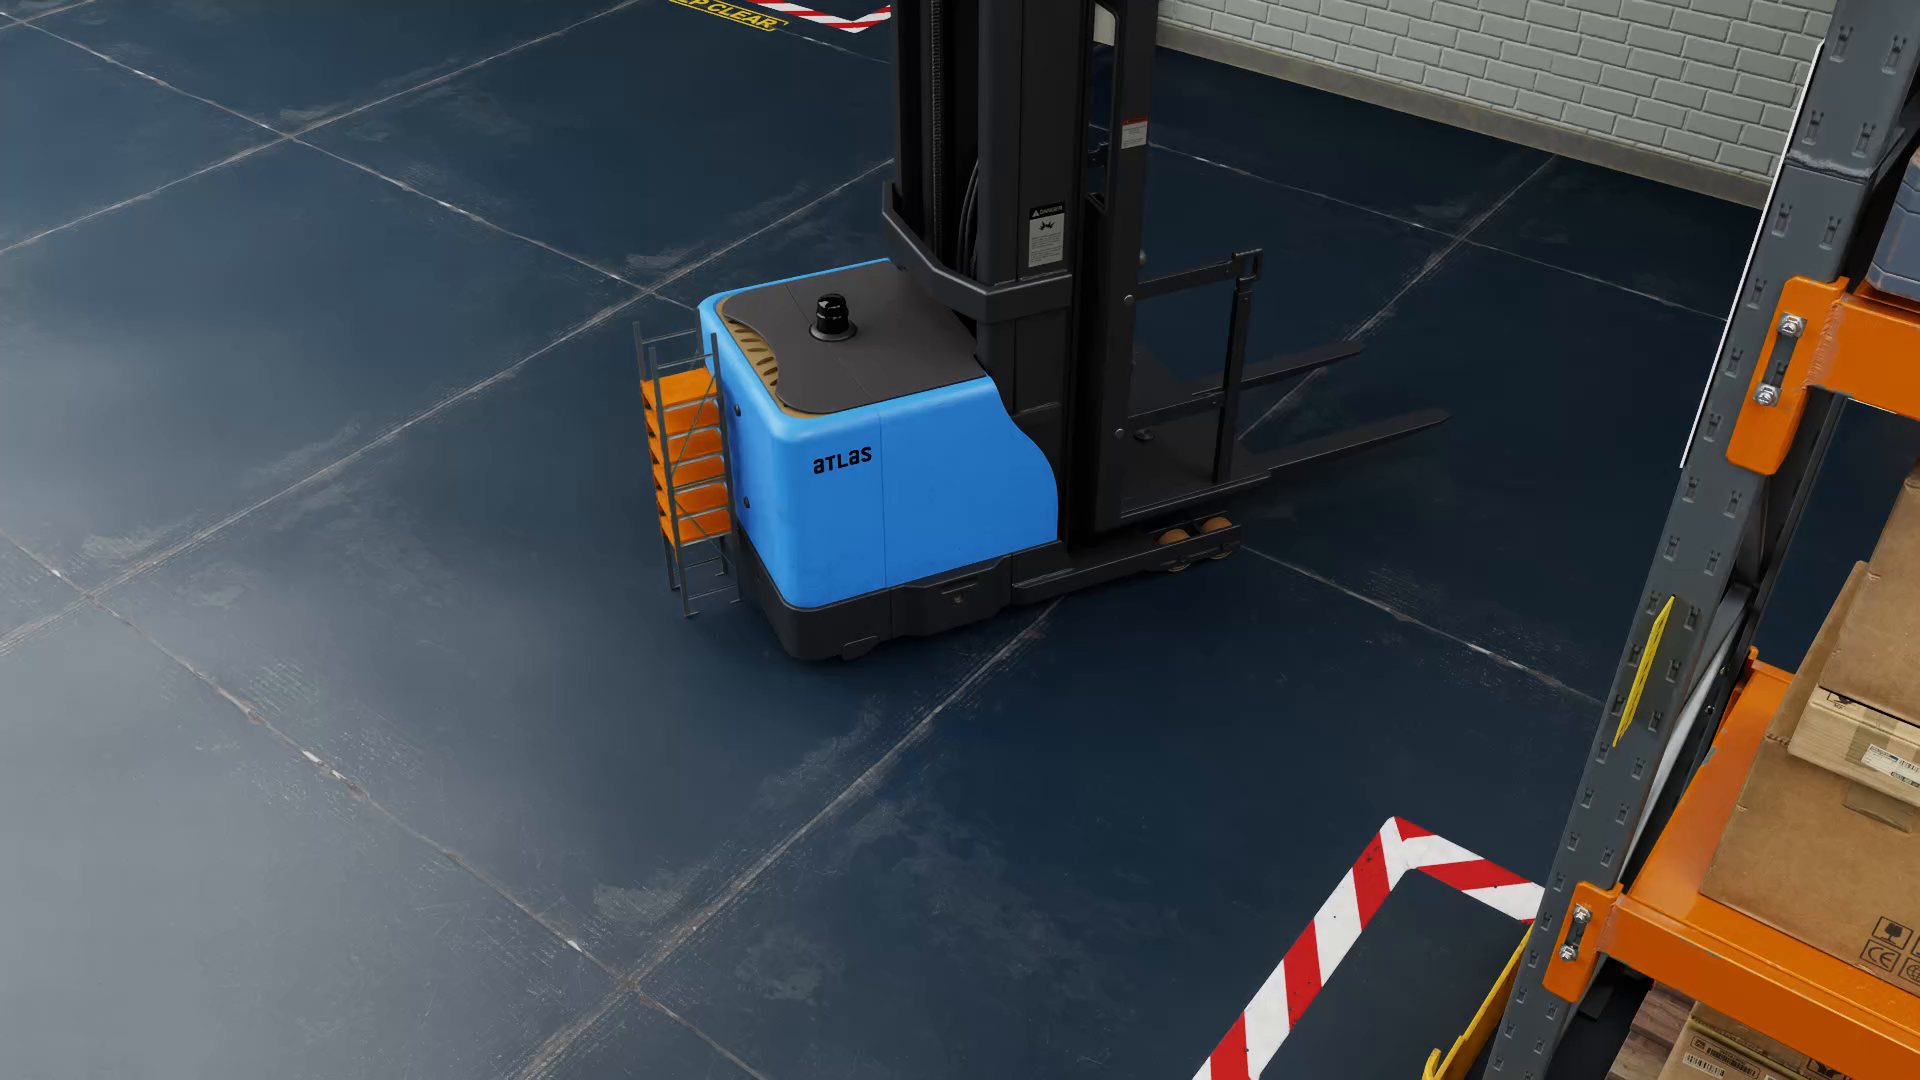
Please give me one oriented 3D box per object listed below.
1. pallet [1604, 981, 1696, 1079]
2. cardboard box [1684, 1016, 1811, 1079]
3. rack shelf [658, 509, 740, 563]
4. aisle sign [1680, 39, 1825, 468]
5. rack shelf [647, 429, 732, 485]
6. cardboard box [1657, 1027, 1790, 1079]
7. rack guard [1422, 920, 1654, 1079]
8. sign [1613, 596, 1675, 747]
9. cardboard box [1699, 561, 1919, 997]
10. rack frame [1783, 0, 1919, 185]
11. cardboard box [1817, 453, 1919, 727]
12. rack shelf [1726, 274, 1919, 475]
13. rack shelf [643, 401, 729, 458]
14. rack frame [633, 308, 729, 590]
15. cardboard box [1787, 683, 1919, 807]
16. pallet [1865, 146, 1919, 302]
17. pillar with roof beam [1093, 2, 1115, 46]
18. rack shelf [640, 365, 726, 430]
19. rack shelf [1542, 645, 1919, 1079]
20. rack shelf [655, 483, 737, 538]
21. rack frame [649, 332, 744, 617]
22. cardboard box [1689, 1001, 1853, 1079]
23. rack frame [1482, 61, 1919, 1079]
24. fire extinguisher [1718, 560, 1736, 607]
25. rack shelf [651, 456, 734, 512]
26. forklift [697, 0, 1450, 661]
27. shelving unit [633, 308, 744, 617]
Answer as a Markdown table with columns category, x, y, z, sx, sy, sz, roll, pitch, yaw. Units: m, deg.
| category | x | y | z | sx | sy | sz | roll | pitch | yaw |
| --- | --- | --- | --- | --- | --- | --- | --- | --- | --- |
| pallet | 2.297 | 1.724 | 4.376 | 1.213 | 0.211 | 1.003 | 25 | 45 | 29 |
| cardboard box | 2.270 | 1.334 | 4.503 | 0.500 | 0.250 | 0.500 | 25 | 45 | 29 |
| rack shelf | -0.986 | -0.036 | 6.285 | 0.258 | 0.103 | 0.180 | -16 | 41 | -20 |
| aisle sign | 1.426 | -0.538 | 2.895 | 0.004 | 0.787 | 0.394 | 25 | 45 | 29 |
| rack shelf | -0.986 | -0.320 | 6.063 | 0.258 | 0.103 | 0.180 | -16 | 41 | -20 |
| cardboard box | 1.955 | 1.588 | 4.179 | 0.500 | 0.250 | 0.500 | 25 | 45 | 29 |
| rack guard | 1.645 | 1.336 | 4.638 | 0.348 | 0.500 | 1.175 | 25 | 45 | 29 |
| sign | 1.323 | 0.258 | 3.221 | 0.005 | 0.325 | 0.100 | 25 | 45 | 29 |
| cardboard box | 2.028 | 0.502 | 3.594 | 0.500 | 0.500 | 0.700 | 25 | 45 | 29 |
| rack frame | 1.665 | -2.002 | 2.007 | 0.127 | 3.000 | 1.000 | 25 | 45 | 29 |
| cardboard box | 2.070 | 0.011 | 3.169 | 0.500 | 0.500 | 0.700 | 25 | 45 | 29 |
| rack shelf | 3.253 | 0.212 | 2.197 | 4.000 | 0.370 | 1.077 | 25 | 45 | 29 |
| rack shelf | -0.986 | -0.414 | 5.989 | 0.258 | 0.103 | 0.180 | -16 | 41 | -20 |
| rack frame | -1.025 | -0.311 | 6.174 | 0.240 | 1.200 | 0.006 | -16 | 41 | -20 |
| cardboard box | 1.845 | 0.318 | 3.303 | 0.250 | 0.149 | 0.380 | 25 | 44 | 28 |
| pallet | 2.210 | -0.508 | 2.604 | 1.213 | 0.211 | 1.003 | 25 | 45 | 29 |
| pillar with roof beam | -1.629 | -4.729 | 5.491 | 0.400 | 9.000 | 9.100 | 25 | 45 | 29 |
| rack shelf | -0.986 | -0.509 | 5.915 | 0.258 | 0.103 | 0.180 | -16 | 41 | -20 |
| rack shelf | 3.253 | 1.393 | 3.121 | 4.000 | 0.370 | 1.077 | 25 | 45 | 29 |
| rack shelf | -0.986 | -0.131 | 6.211 | 0.258 | 0.103 | 0.180 | -16 | 41 | -20 |
| rack frame | -0.946 | -0.210 | 6.044 | 0.240 | 1.200 | 0.006 | -16 | 41 | -20 |
| cardboard box | 2.271 | 1.038 | 4.273 | 0.500 | 0.500 | 0.500 | 25 | 45 | 29 |
| rack frame | 1.665 | 0.361 | 3.856 | 0.127 | 3.000 | 1.000 | 25 | 45 | 29 |
| fire extinguisher | 1.853 | 0.119 | 4.227 | 0.183 | 0.674 | 0.296 | 25 | 45 | 29 |
| rack shelf | -0.986 | -0.225 | 6.137 | 0.258 | 0.103 | 0.180 | -16 | 41 | -20 |
| forklift | 0.568 | -1.311 | 6.047 | 3.031 | 2.935 | 1.130 | -15 | 41 | -19 |
| shelving unit | -0.986 | -0.260 | 6.109 | 0.258 | 1.200 | 0.189 | -16 | 41 | -20 |
